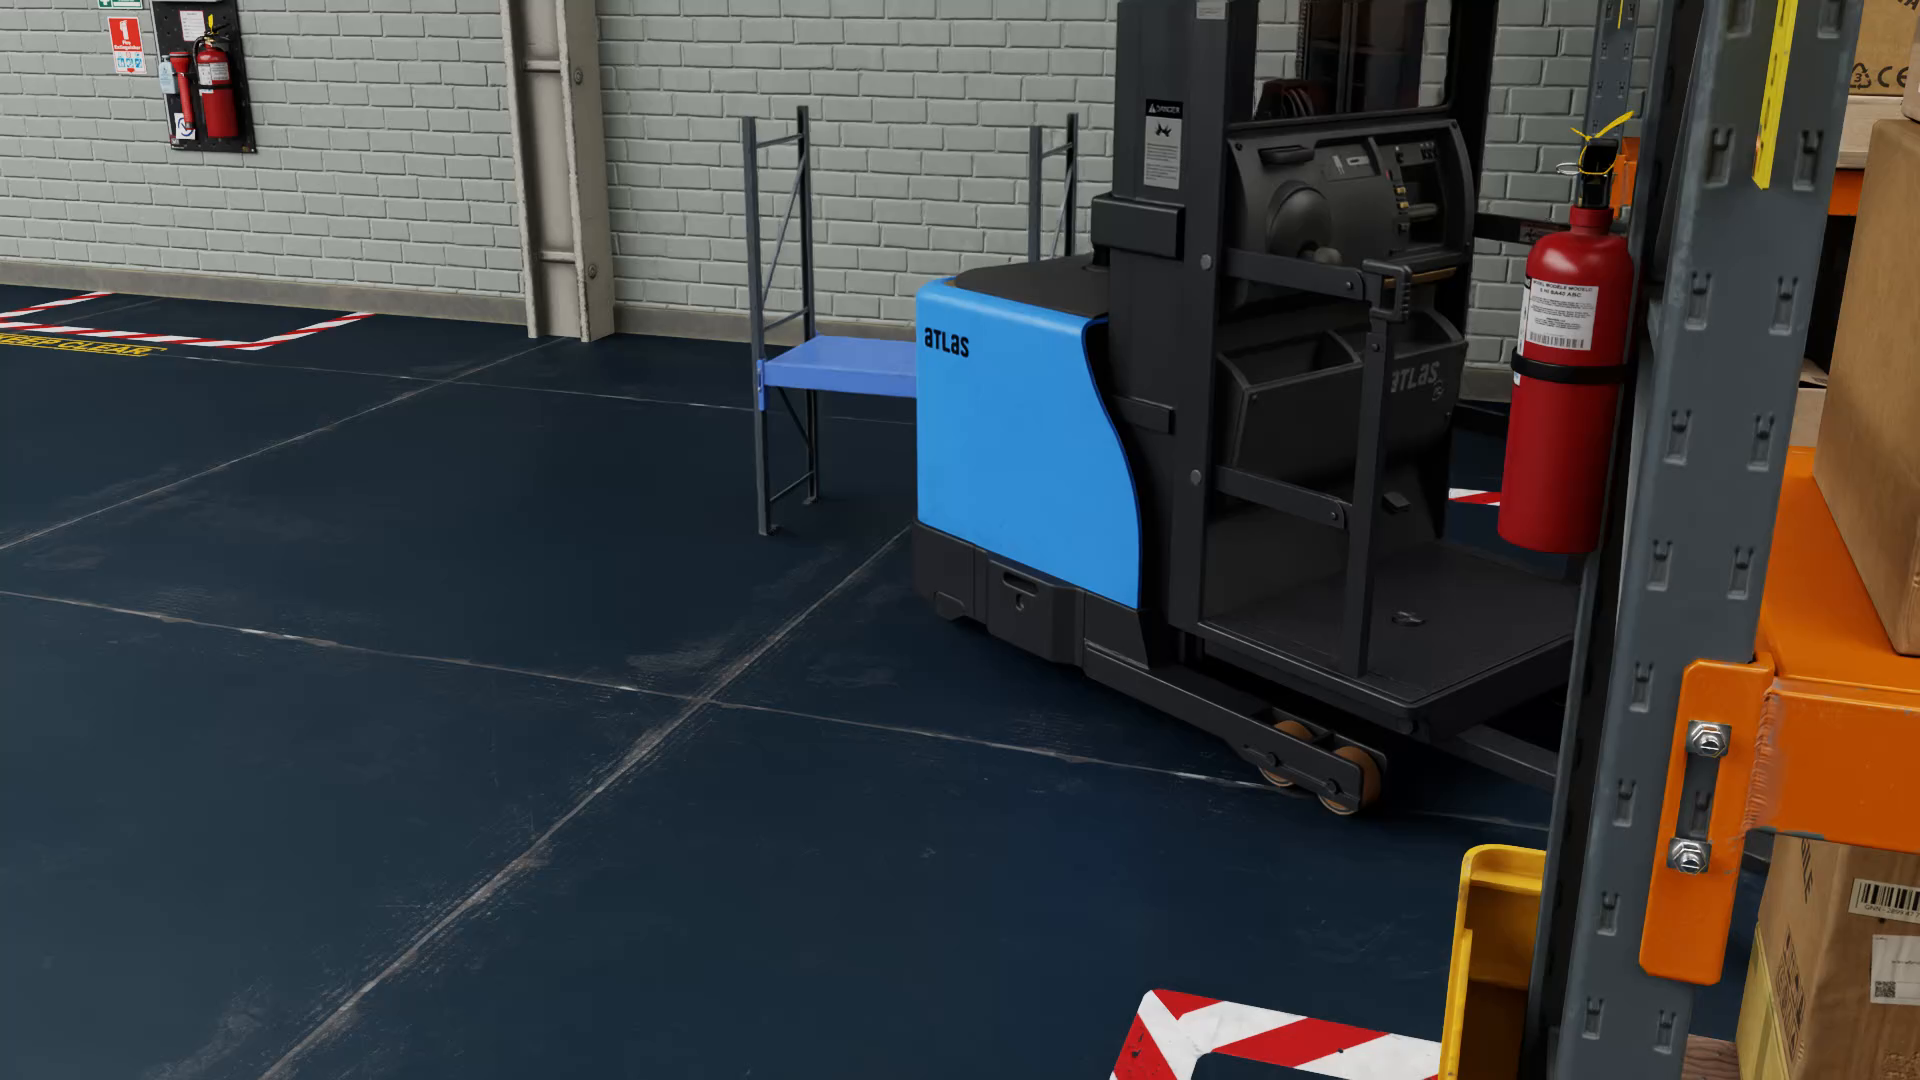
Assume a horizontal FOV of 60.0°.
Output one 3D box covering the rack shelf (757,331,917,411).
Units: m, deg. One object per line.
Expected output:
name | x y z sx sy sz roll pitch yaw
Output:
rack shelf | -0.165 -0.579 6.005 1.000 0.185 0.538 6 20 18

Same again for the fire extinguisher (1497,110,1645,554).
fire extinguisher | 0.949 -0.321 2.558 0.183 0.674 0.296 7 20 18

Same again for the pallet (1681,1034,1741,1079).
pallet | 1.645 1.186 2.354 1.213 0.211 1.003 7 20 18

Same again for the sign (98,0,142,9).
sign | -5.001 -3.217 9.889 0.331 0.109 0.001 7 20 18

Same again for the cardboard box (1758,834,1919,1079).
cardboard box | 1.513 0.511 2.454 0.500 0.500 0.500 7 20 18

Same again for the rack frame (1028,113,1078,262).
rack frame | 0.317 -0.695 5.792 0.032 1.500 0.500 6 20 18

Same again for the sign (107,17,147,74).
sign | -5.002 -2.970 9.985 0.234 0.329 0.001 7 20 18

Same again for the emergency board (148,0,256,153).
emergency board | -4.514 -2.861 9.728 0.643 1.169 0.194 7 20 18

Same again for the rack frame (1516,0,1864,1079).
rack frame | 0.910 -0.202 2.097 0.053 2.616 0.949 7 20 18

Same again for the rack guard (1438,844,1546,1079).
rack guard | 0.886 0.977 2.513 0.348 0.500 1.175 7 20 18

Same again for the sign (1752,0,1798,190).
sign | 0.721 -0.475 1.446 0.005 0.325 0.100 7 20 18

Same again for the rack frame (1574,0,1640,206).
rack frame | 2.531 -1.741 6.514 0.127 3.000 1.000 7 20 18

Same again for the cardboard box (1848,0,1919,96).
cardboard box | 3.347 -1.832 5.834 0.500 0.500 0.500 7 20 18

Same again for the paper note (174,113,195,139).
paper note | -4.658 -2.486 9.989 0.142 0.148 0.016 7 20 18

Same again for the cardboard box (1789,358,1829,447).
cardboard box | 3.155 -0.577 6.590 0.500 0.311 0.500 4 20 12

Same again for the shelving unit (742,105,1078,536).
shelving unit | -0.165 -0.749 5.946 1.048 1.500 0.538 6 20 18

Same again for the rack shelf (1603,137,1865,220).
rack shelf | 4.420 -1.185 6.013 4.000 0.370 1.077 7 20 18

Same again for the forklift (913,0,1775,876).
forklift | 1.170 -0.889 4.173 1.130 2.935 3.031 -15 24 -37

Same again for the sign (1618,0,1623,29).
sign | 2.353 -1.981 5.888 0.005 0.325 0.100 7 20 18

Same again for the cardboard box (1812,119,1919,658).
cardboard box | 1.345 -0.193 1.922 0.500 0.500 0.700 7 20 18

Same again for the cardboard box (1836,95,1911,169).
cardboard box | 3.383 -1.477 5.953 0.500 0.250 0.500 6 20 16

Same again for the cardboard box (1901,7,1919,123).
cardboard box | 1.332 -0.572 2.023 0.250 0.149 0.380 6 20 17

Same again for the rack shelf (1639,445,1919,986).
rack shelf | 2.798 0.355 1.593 4.000 0.370 1.077 7 20 18

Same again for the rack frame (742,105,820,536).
rack frame | -0.646 -0.802 6.099 0.032 1.500 0.500 6 20 18

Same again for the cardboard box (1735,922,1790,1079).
cardboard box | 1.512 0.866 2.575 0.500 0.250 0.500 7 20 18

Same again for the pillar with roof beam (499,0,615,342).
pillar with roof beam | -3.605 -4.077 4.101 0.400 9.000 9.100 7 20 18
